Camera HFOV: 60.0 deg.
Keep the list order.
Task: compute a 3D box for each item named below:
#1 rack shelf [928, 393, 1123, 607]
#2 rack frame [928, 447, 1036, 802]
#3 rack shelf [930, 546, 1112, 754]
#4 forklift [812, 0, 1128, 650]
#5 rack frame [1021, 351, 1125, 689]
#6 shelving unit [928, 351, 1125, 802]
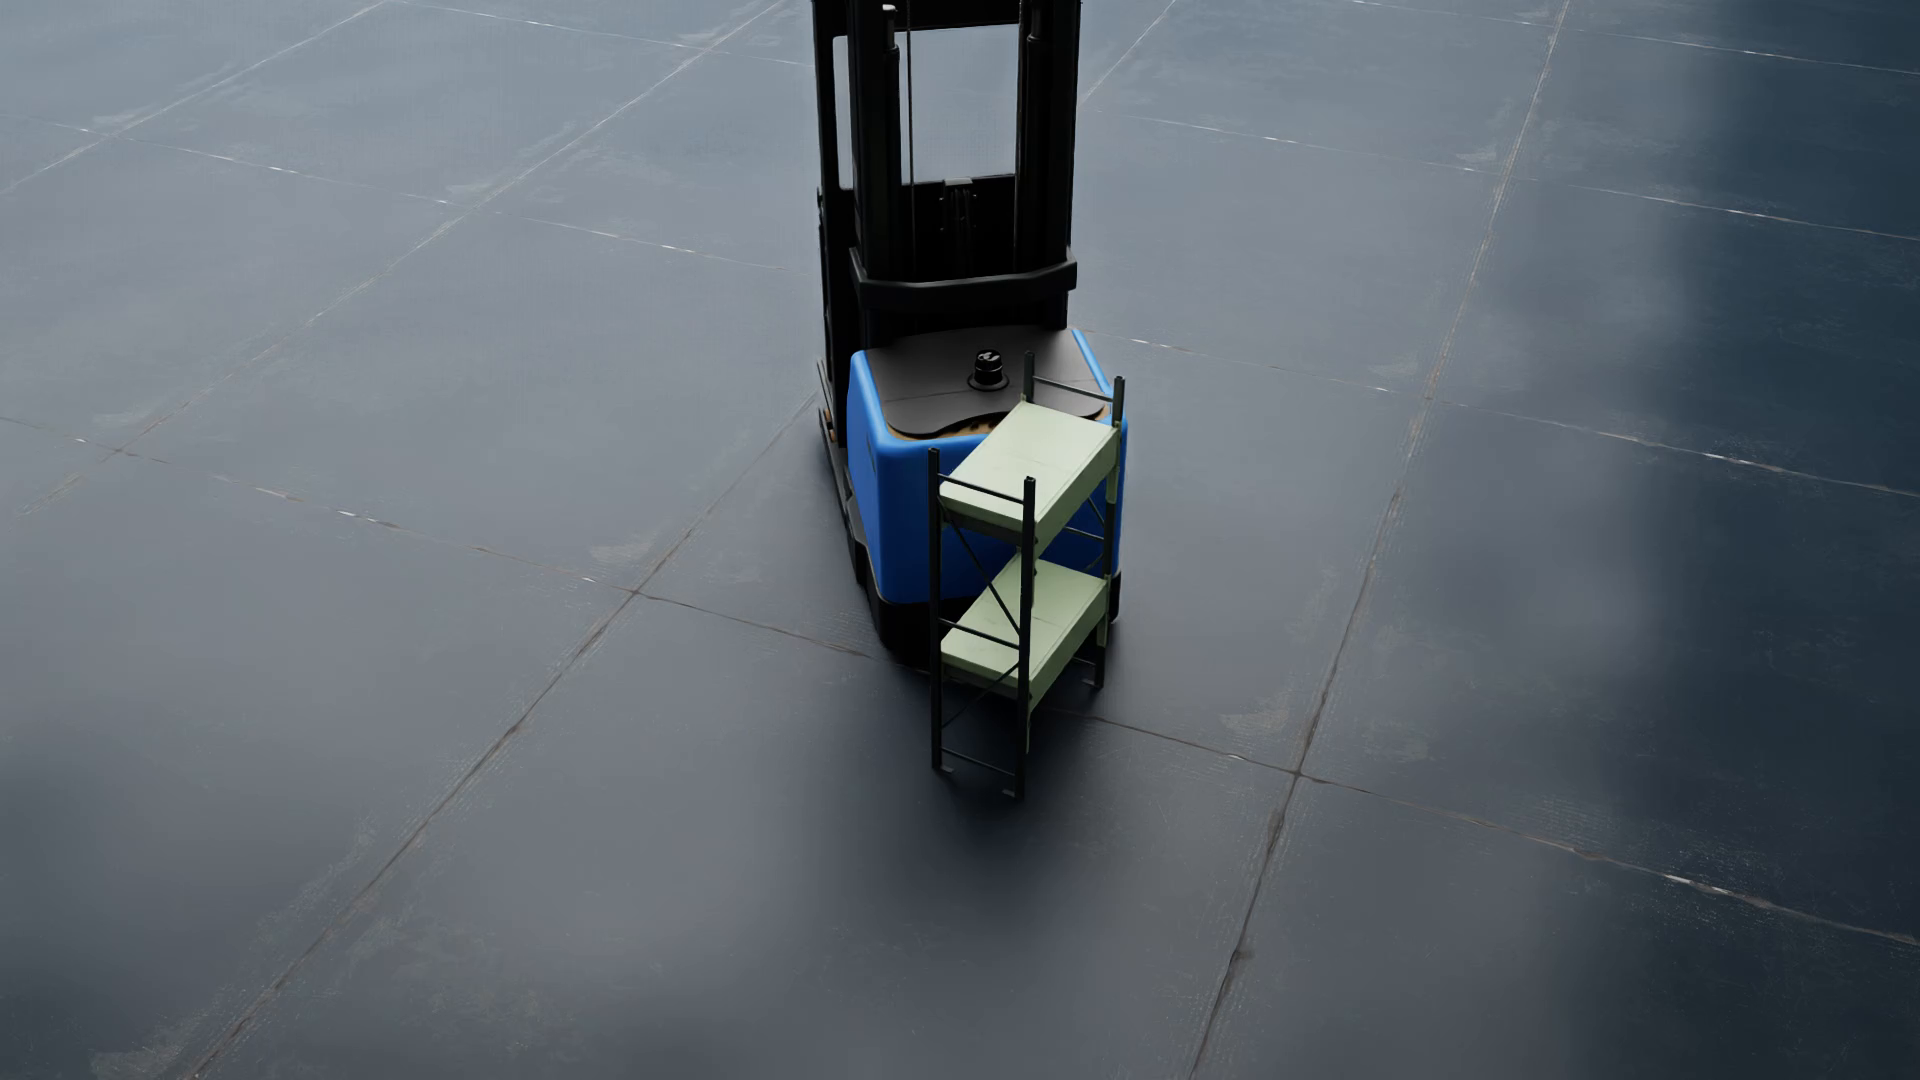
[{"bbox_3d":[0.245,-0.161,6.060,0.431,0.370,0.720,18,40,22],"label":"rack shelf"},{"bbox_3d":[0.070,0.344,6.036,0.400,1.500,0.023,18,40,22],"label":"rack frame"},{"bbox_3d":[0.244,0.413,6.489,0.431,0.370,0.720,18,40,22],"label":"rack shelf"},{"bbox_3d":[-0.099,-1.591,7.430,1.130,2.935,3.031,-7,37,-9],"label":"forklift"},{"bbox_3d":[0.419,-0.041,6.552,0.400,1.500,0.023,18,40,22],"label":"rack frame"},{"bbox_3d":[0.244,0.152,6.294,0.431,1.500,0.755,18,40,22],"label":"shelving unit"}]
